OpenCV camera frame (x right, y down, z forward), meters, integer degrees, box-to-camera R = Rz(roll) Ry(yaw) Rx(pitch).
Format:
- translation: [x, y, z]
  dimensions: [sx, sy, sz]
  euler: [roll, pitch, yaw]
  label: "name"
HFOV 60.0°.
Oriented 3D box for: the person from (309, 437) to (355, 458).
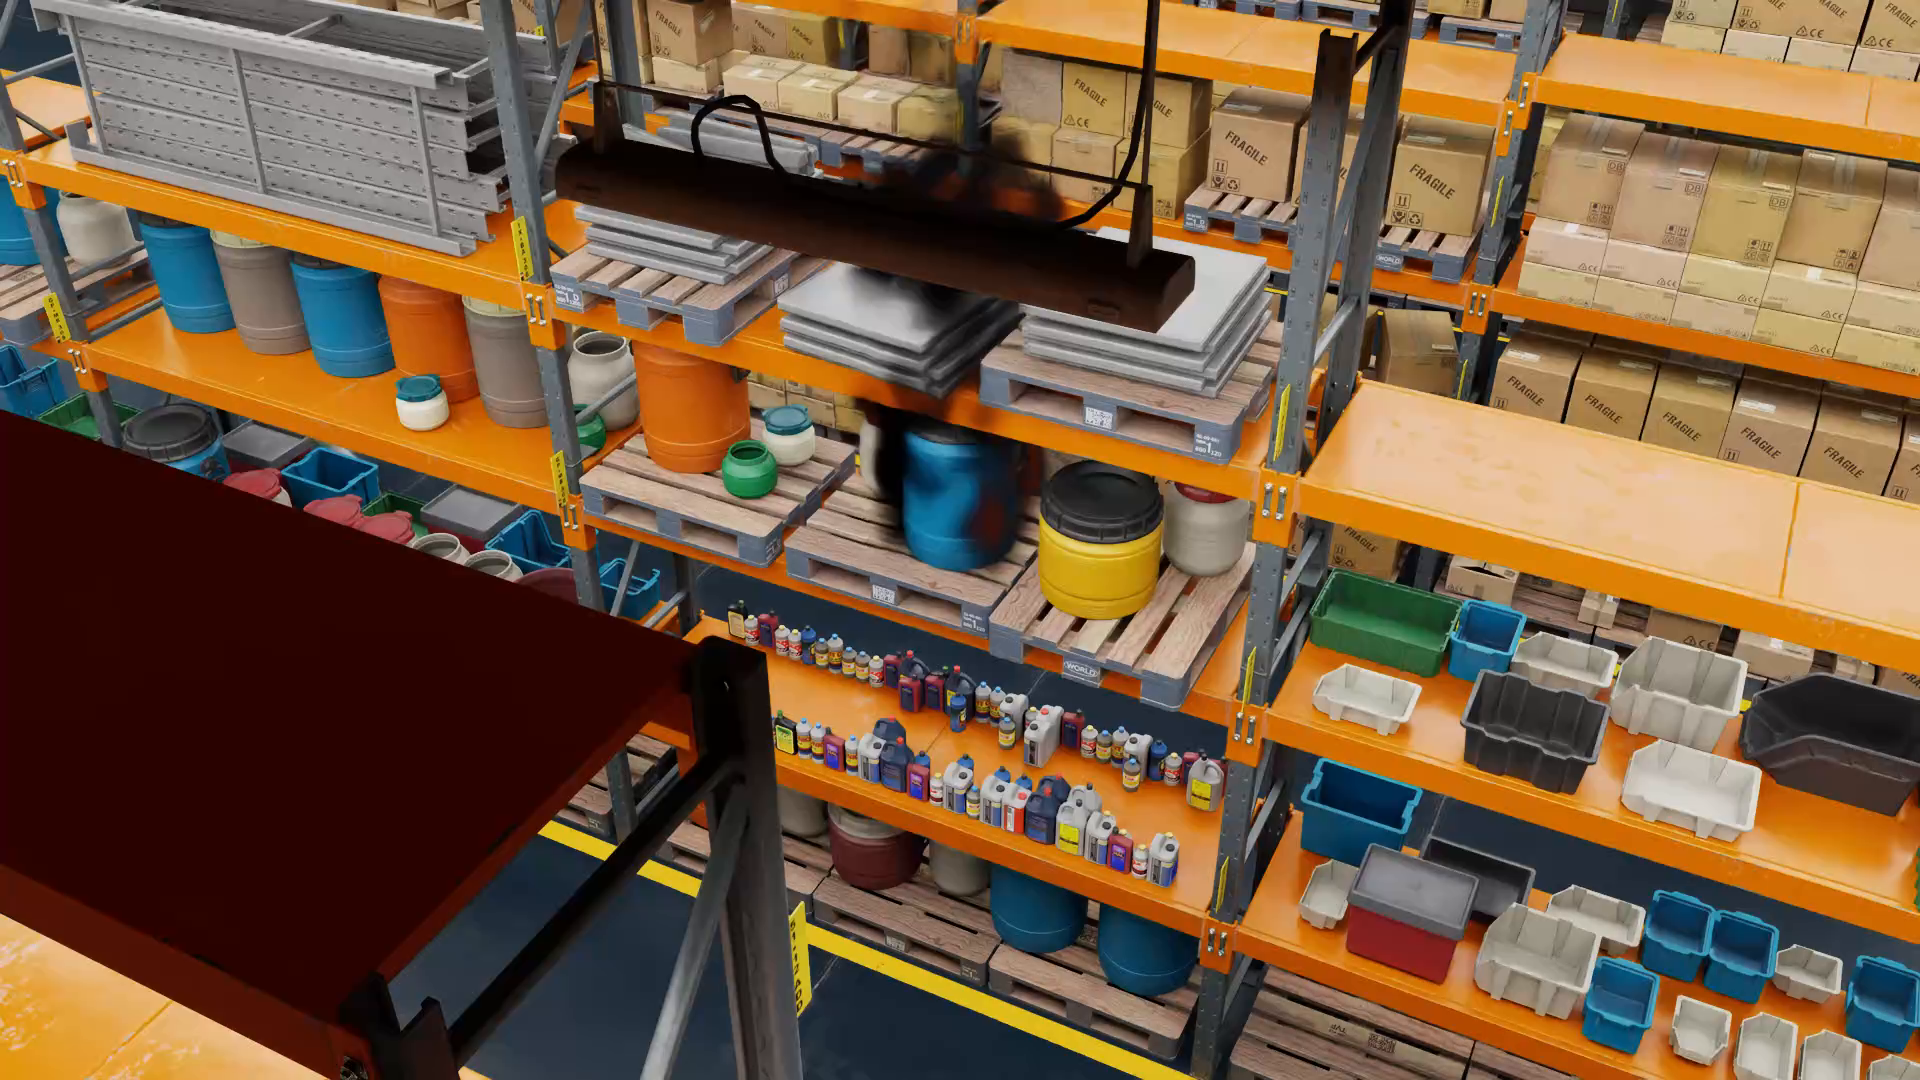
- translation: [-5.577, -1.185, 13.958]
  dimensions: [0.949, 1.792, 0.701]
  euler: [9, 36, 13]
  label: "person"
